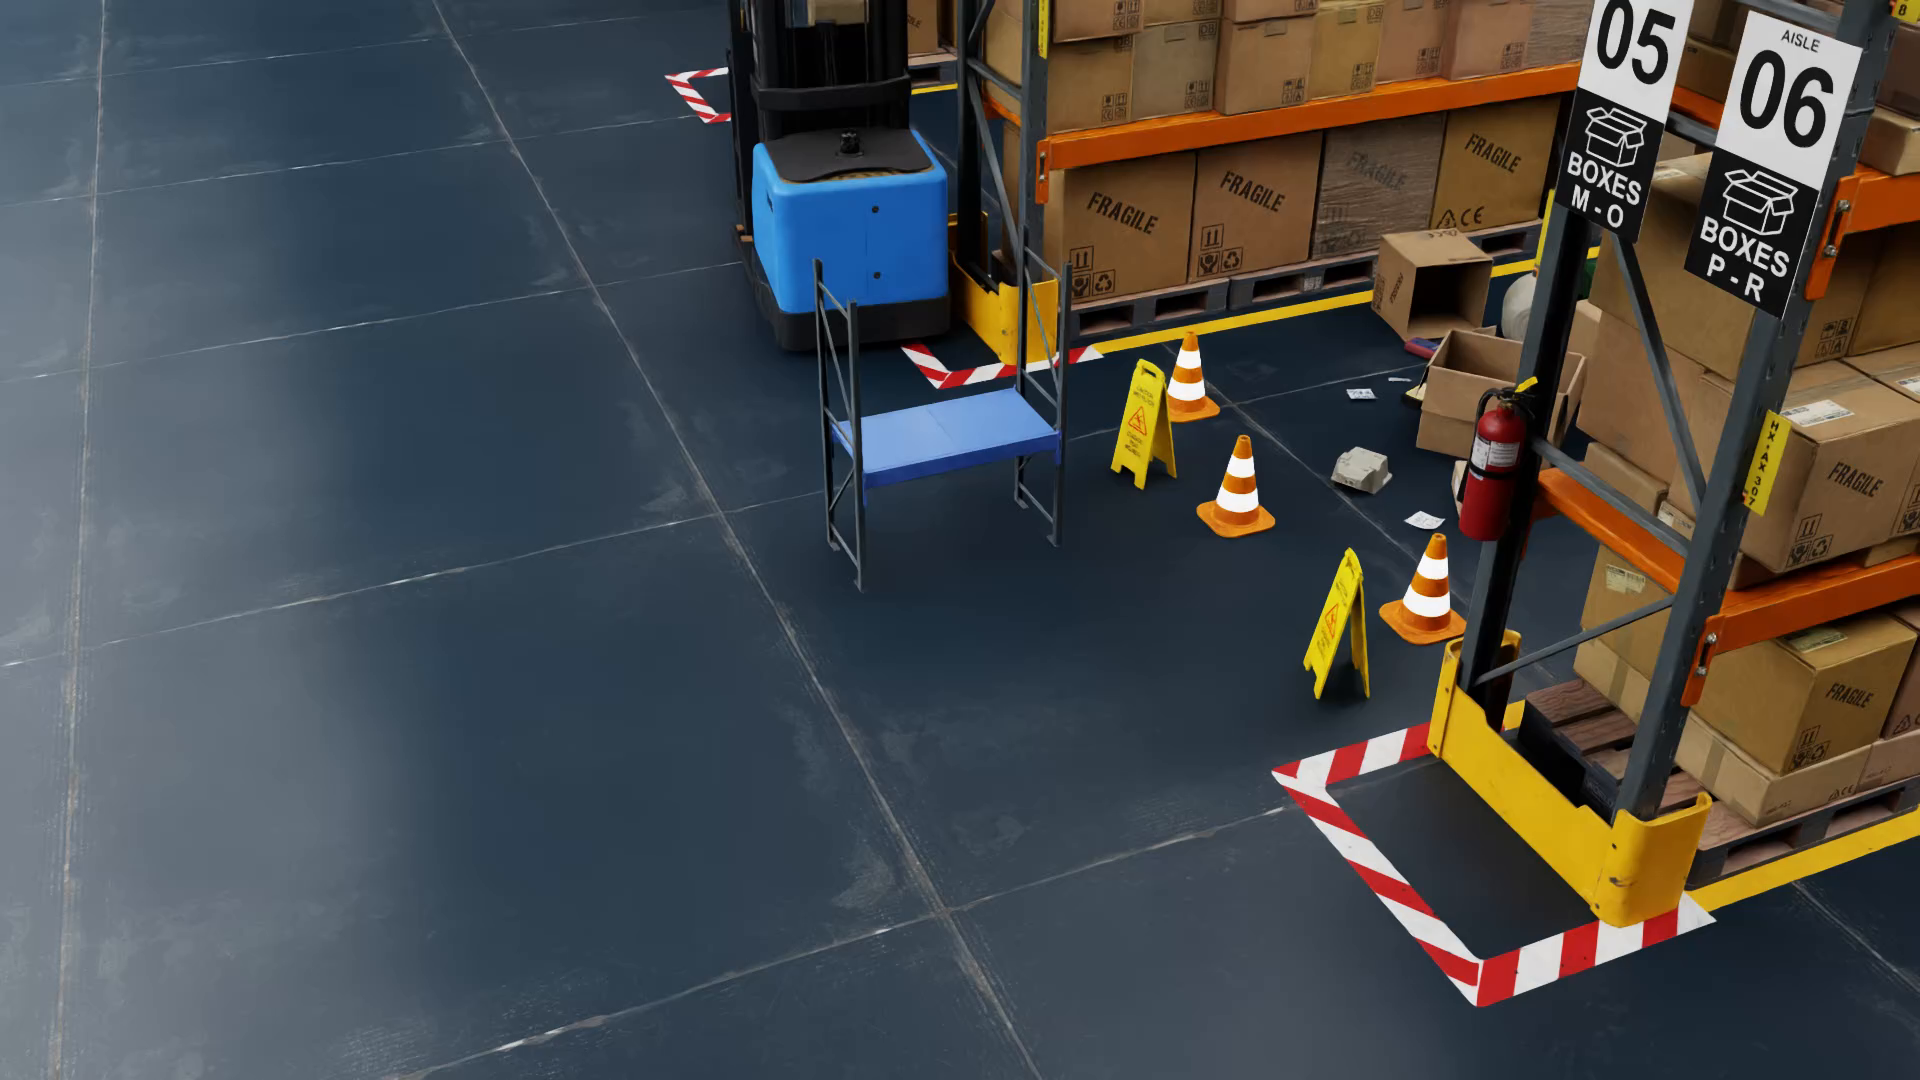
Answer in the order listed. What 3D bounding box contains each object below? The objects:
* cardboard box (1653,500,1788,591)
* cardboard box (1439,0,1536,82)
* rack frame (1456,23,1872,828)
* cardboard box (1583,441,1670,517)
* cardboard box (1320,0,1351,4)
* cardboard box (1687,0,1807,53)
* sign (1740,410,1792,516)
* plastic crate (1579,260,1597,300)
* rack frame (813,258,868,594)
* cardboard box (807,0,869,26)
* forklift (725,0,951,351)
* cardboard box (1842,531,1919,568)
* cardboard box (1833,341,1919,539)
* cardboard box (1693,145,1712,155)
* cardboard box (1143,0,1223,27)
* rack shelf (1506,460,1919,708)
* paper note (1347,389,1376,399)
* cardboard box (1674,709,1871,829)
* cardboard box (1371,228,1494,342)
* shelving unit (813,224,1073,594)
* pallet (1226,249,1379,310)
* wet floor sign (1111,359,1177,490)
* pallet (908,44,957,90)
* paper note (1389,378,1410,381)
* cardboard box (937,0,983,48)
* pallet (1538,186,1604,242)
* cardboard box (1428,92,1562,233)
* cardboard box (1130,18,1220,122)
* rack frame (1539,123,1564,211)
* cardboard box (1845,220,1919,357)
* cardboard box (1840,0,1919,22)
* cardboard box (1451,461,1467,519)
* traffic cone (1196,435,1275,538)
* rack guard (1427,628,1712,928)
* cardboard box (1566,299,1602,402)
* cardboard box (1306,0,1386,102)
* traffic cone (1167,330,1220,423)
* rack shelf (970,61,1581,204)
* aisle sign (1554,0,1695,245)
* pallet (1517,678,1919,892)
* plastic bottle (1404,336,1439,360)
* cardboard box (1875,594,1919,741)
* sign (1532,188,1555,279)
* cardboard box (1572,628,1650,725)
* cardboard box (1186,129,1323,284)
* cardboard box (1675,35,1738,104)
[{"bbox_3d":[2.635,-0.007,5.741,0.250,0.149,0.380,-13,35,-19],"label":"cardboard box"},{"bbox_3d":[3.086,-3.309,10.447,0.550,0.550,0.875,-13,35,-19],"label":"cardboard box"},{"bbox_3d":[2.242,-0.145,5.722,0.127,3.000,1.000,-13,35,-19],"label":"rack frame"},{"bbox_3d":[2.504,-0.226,6.077,0.250,0.149,0.380,-12,35,-17],"label":"cardboard box"},{"bbox_3d":[2.068,-3.577,9.869,0.500,0.550,0.875,-13,35,-19],"label":"cardboard box"},{"bbox_3d":[2.609,-1.707,5.238,0.500,0.250,0.500,-13,35,-20],"label":"cardboard box"},{"bbox_3d":[2.452,-0.235,5.067,0.005,0.325,0.100,-13,35,-19],"label":"sign"},{"bbox_3d":[4.267,-1.607,10.495,0.662,0.188,0.450,4,23,6],"label":"plastic crate"},{"bbox_3d":[-0.547,-0.503,7.648,0.032,1.500,0.500,-13,35,-19],"label":"rack frame"},{"bbox_3d":[-1.013,-4.380,14.138,0.500,0.500,0.500,-7,34,-10],"label":"cardboard box"},{"bbox_3d":[-0.923,-3.144,10.394,1.130,2.935,3.031,-8,34,-12],"label":"forklift"},{"bbox_3d":[3.138,-0.083,5.857,0.250,0.149,0.380,-14,36,-20],"label":"cardboard box"},{"bbox_3d":[3.262,-0.383,5.724,0.500,0.500,0.500,-12,35,-17],"label":"cardboard box"},{"bbox_3d":[5.349,-3.068,11.893,0.750,0.750,1.050,-13,35,-19],"label":"cardboard box"},{"bbox_3d":[1.061,-3.349,9.520,0.550,0.550,0.875,-13,35,-19],"label":"cardboard box"},{"bbox_3d":[4.086,-0.265,6.567,4.000,0.370,1.077,-13,35,-19],"label":"rack shelf"},{"bbox_3d":[2.297,-0.836,9.508,0.142,0.017,0.144,-2,33,-2],"label":"paper note"},{"bbox_3d":[3.092,0.800,6.405,0.500,0.250,0.500,-13,35,-19],"label":"cardboard box"},{"bbox_3d":[2.886,-1.567,10.197,0.500,0.500,0.500,-7,34,-11],"label":"cardboard box"},{"bbox_3d":[-0.079,-0.611,7.813,1.048,1.500,0.538,-13,35,-19],"label":"shelving unit"},{"bbox_3d":[2.062,-1.907,10.988,1.213,0.211,1.003,-13,35,-19],"label":"pallet"},{"bbox_3d":[0.972,-0.624,8.617,0.232,0.644,0.267,-19,38,-27],"label":"wet floor sign"},{"bbox_3d":[-0.762,-4.129,14.402,1.213,0.211,1.003,-13,35,-19],"label":"pallet"},{"bbox_3d":[2.557,-0.934,9.676,0.123,0.001,0.032,4,33,6],"label":"paper note"},{"bbox_3d":[0.110,-4.646,14.547,0.500,0.500,0.500,-10,34,-14],"label":"cardboard box"},{"bbox_3d":[4.603,-2.489,11.882,1.213,0.211,1.003,-13,35,-19],"label":"pallet"},{"bbox_3d":[3.313,-2.645,11.128,0.875,0.875,0.875,-12,35,-18],"label":"cardboard box"},{"bbox_3d":[1.055,-2.904,9.825,0.550,0.550,0.875,-13,35,-19],"label":"cardboard box"},{"bbox_3d":[3.920,-3.457,10.813,0.127,3.000,1.000,-13,35,-19],"label":"rack frame"},{"bbox_3d":[3.098,-1.051,5.834,0.500,0.500,0.700,-13,35,-18],"label":"cardboard box"},{"bbox_3d":[2.648,-1.603,4.713,0.250,0.149,0.380,-13,35,-19],"label":"cardboard box"},{"bbox_3d":[2.667,-0.242,8.486,0.250,0.149,0.380,4,33,6],"label":"cardboard box"},{"bbox_3d":[1.395,-0.307,8.298,0.334,0.463,0.336,-13,35,-19],"label":"traffic cone"},{"bbox_3d":[2.312,0.887,6.428,0.348,0.500,1.175,-13,35,-19],"label":"rack guard"},{"bbox_3d":[3.740,-1.001,9.202,0.503,0.637,0.797,-13,35,-19],"label":"cardboard box"},{"bbox_3d":[2.093,-3.091,10.113,0.500,0.550,0.875,-13,35,-19],"label":"cardboard box"},{"bbox_3d":[1.272,-0.947,9.282,0.334,0.463,0.336,-13,35,-19],"label":"traffic cone"},{"bbox_3d":[2.076,-2.733,10.360,4.000,0.370,1.077,-13,35,-19],"label":"rack shelf"},{"bbox_3d":[2.072,-1.367,5.217,0.004,0.787,0.394,-13,35,-19],"label":"aisle sign"},{"bbox_3d":[3.074,0.854,6.744,1.213,0.211,1.003,-13,35,-19],"label":"pallet"},{"bbox_3d":[2.811,-1.130,9.930,0.133,0.061,0.283,-27,42,-35],"label":"plastic bottle"},{"bbox_3d":[3.595,0.368,6.382,0.500,0.500,0.500,-14,36,-21],"label":"cardboard box"},{"bbox_3d":[2.045,-1.046,5.756,0.005,0.325,0.100,-13,35,-19],"label":"sign"},{"bbox_3d":[2.905,0.521,6.835,0.500,0.250,0.500,-13,35,-19],"label":"cardboard box"},{"bbox_3d":[1.642,-2.261,10.538,0.875,0.875,0.875,-13,35,-20],"label":"cardboard box"},{"bbox_3d":[2.462,-1.513,5.304,0.250,0.149,0.380,-13,35,-19],"label":"cardboard box"}]
